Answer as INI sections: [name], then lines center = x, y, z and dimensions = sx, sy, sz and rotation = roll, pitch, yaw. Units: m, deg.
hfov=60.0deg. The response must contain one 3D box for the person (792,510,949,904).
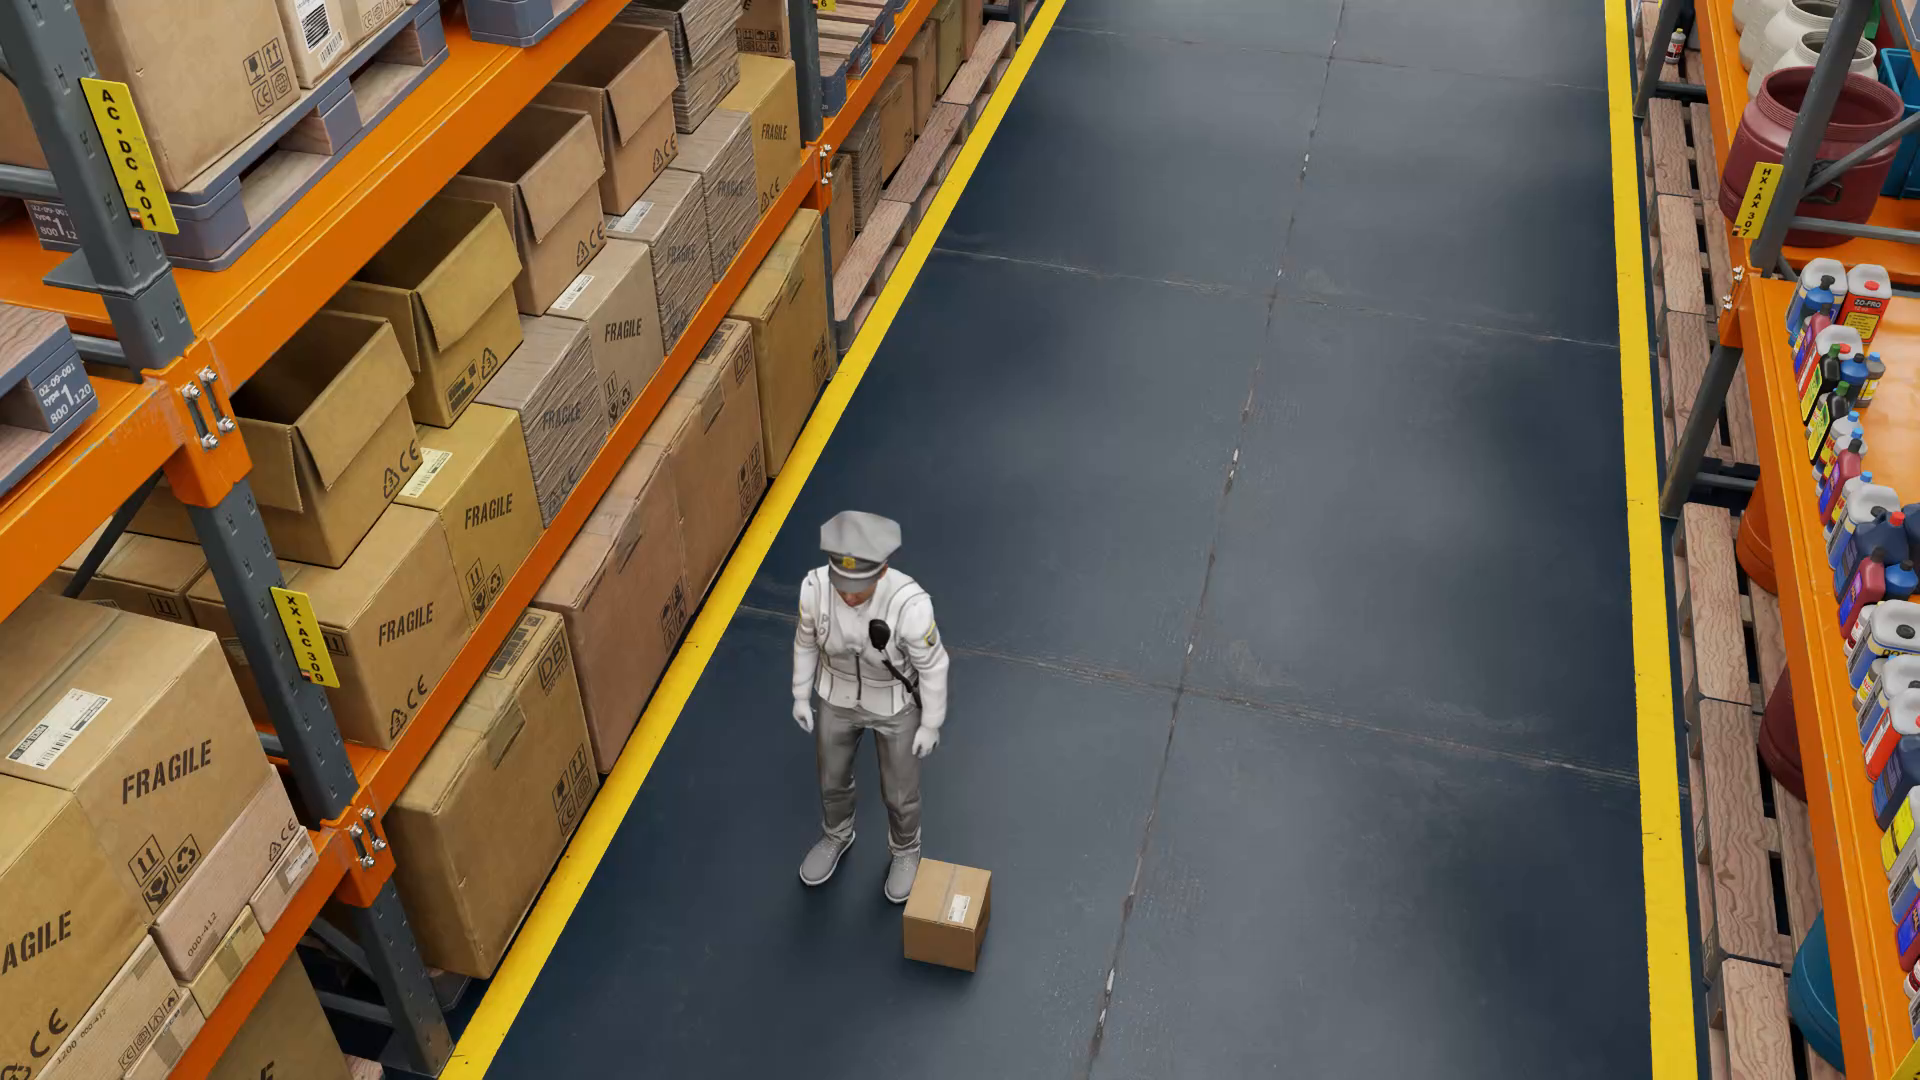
[person]
center = -0.302, 0.556, 5.521
dimensions = 0.529, 1.664, 0.374
rotation = 11, 42, 12
